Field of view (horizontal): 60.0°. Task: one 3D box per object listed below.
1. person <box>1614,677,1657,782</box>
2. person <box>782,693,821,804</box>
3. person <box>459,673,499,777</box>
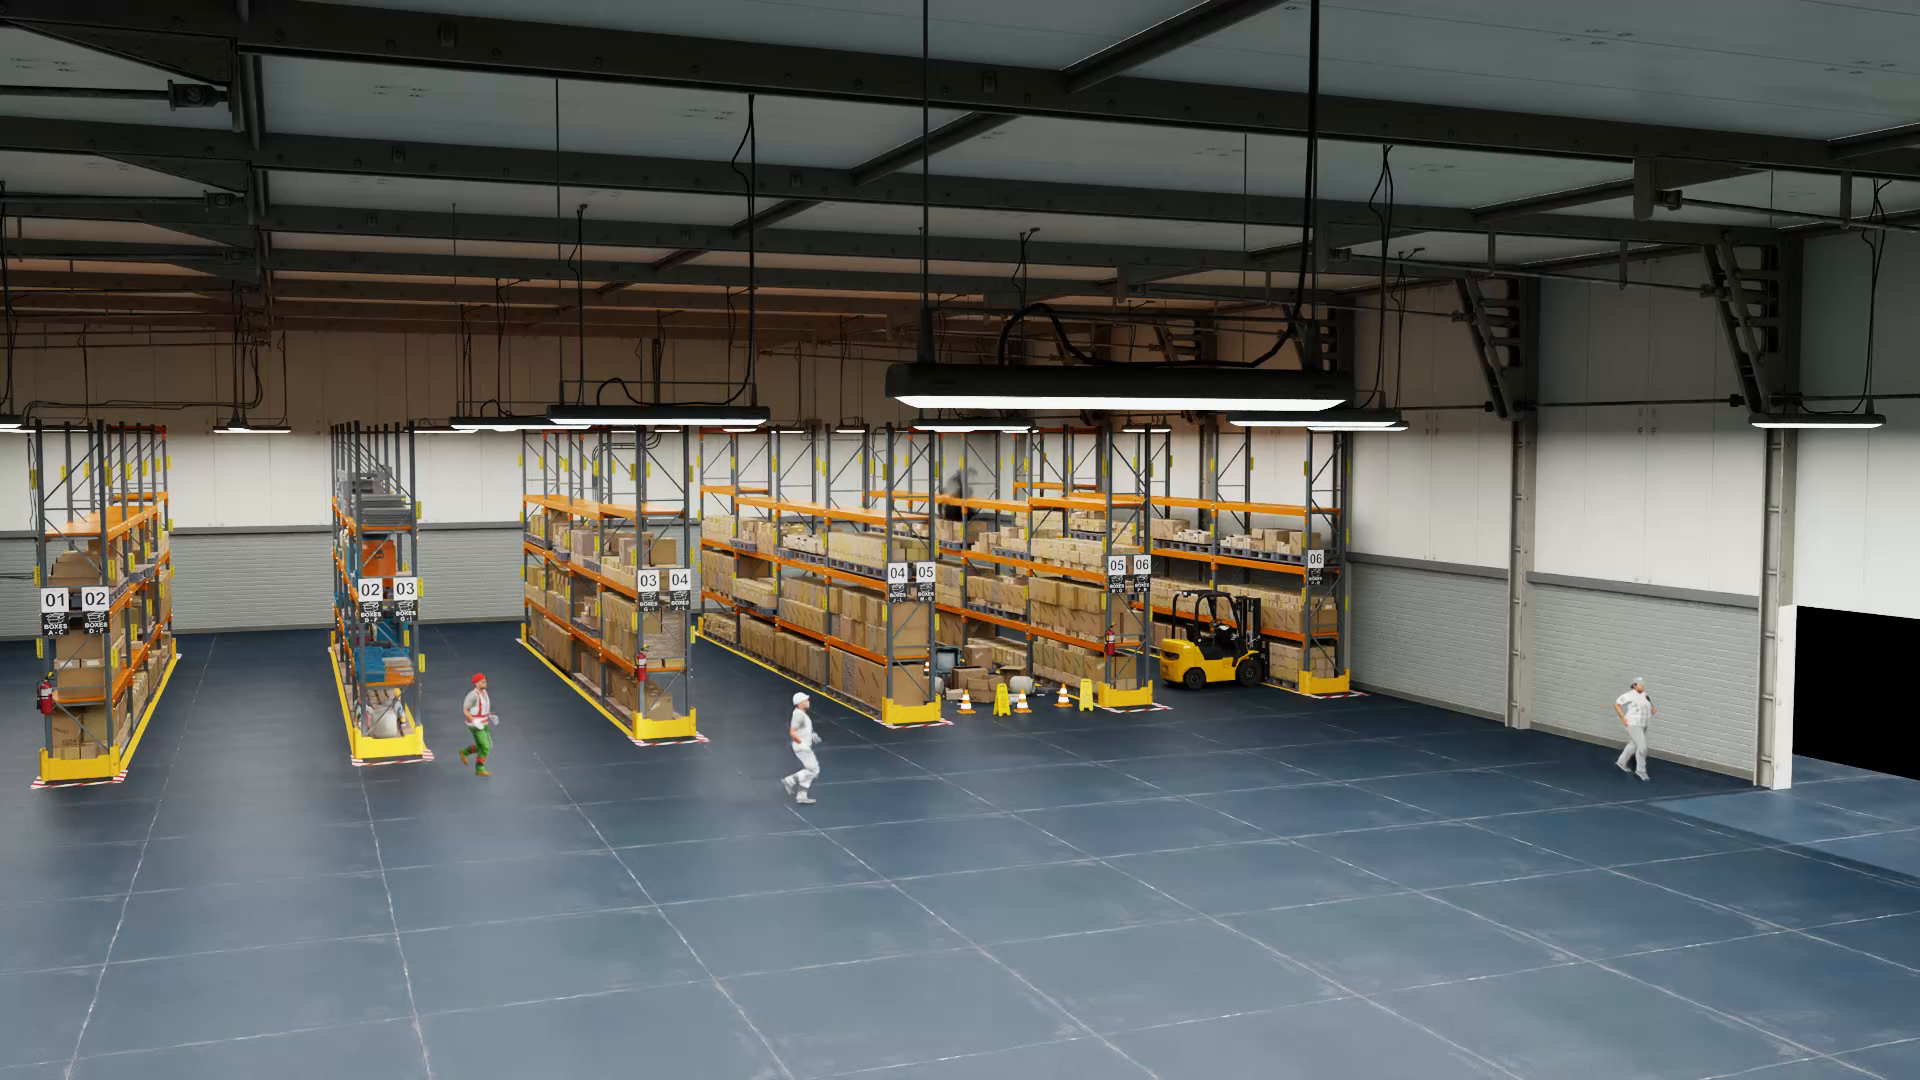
[{"bbox_3d":[11.325,3.150,27.883,0.581,1.727,0.771,-3,4,-36],"label":"person"},{"bbox_3d":[-2.466,3.238,25.879,0.601,1.738,0.658,0,4,-3],"label":"person"},{"bbox_3d":[-8.209,3.109,28.042,0.654,1.736,0.638,1,4,12],"label":"person"}]
